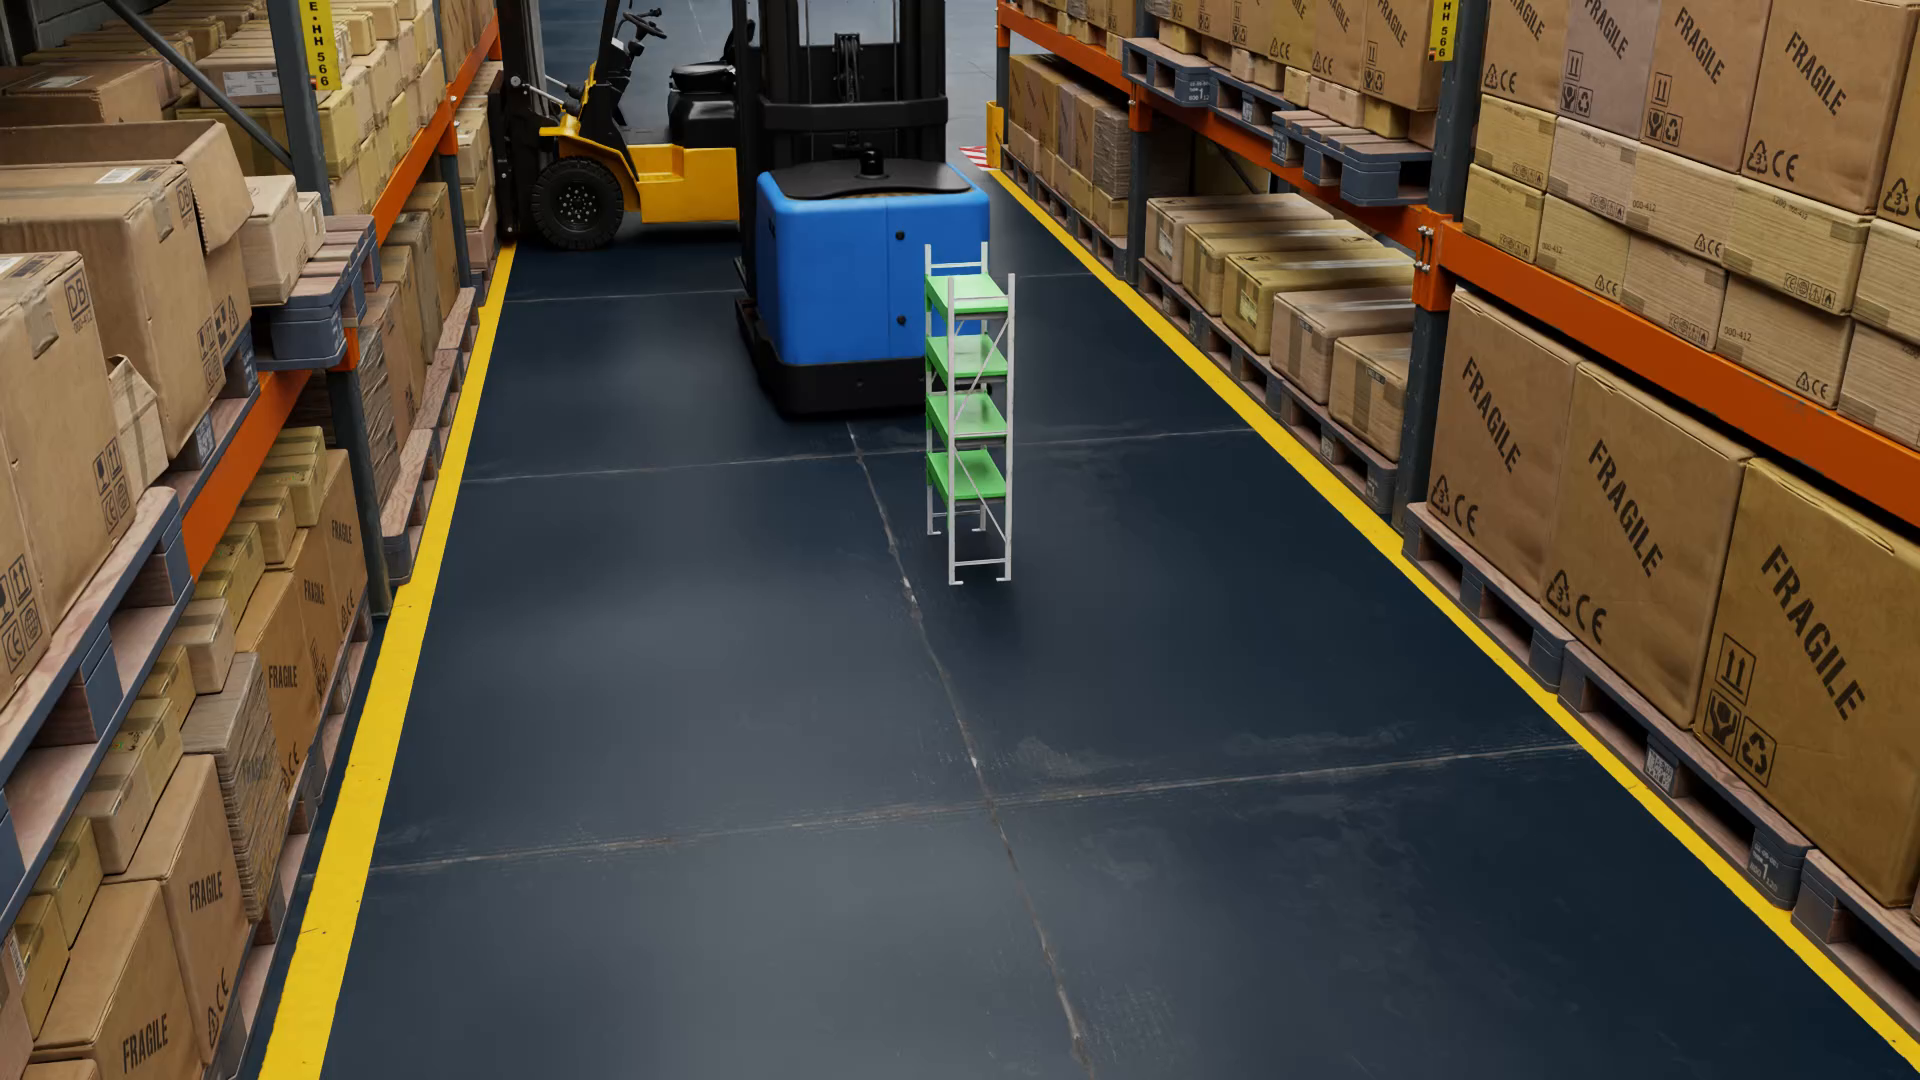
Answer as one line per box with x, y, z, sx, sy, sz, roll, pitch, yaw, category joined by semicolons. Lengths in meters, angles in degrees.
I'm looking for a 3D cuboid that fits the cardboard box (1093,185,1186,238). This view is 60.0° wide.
1.170;-2.162;10.863;0.500;0.250;0.500;-3;24;-7;cardboard box

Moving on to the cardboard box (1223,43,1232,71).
1.550;-2.447;8.394;0.380;0.149;0.250;-4;24;-9;cardboard box

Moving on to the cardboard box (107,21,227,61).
-3.085;-1.932;6.489;0.380;0.149;0.250;-4;24;-10;cardboard box

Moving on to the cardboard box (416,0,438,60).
-2.992;-2.634;8.596;0.500;0.250;0.500;-5;24;-11;cardboard box

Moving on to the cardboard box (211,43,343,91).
-2.414;-1.670;5.890;0.380;0.149;0.250;-4;24;-9;cardboard box

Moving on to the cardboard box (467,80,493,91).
-3.479;-3.056;11.660;0.500;0.250;0.500;-4;24;-9;cardboard box

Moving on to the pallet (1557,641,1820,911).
2.577;0.629;5.046;1.003;0.211;1.213;-4;24;-10;pallet

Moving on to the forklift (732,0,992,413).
-0.672;-2.512;8.840;1.130;2.935;3.031;-5;24;-12;forklift

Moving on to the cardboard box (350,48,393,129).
-2.607;-1.832;6.759;0.500;0.250;0.500;-5;24;-11;cardboard box

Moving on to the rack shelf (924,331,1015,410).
0.031;-0.646;6.290;0.258;0.148;0.480;-4;24;-10;rack shelf

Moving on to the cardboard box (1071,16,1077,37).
0.975;-3.508;11.347;0.380;0.149;0.250;-5;24;-11;cardboard box

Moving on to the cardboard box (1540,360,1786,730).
2.490;-0.033;5.208;0.875;0.875;0.875;-4;24;-9;cardboard box

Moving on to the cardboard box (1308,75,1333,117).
1.741;-1.928;7.205;0.380;0.149;0.250;-5;24;-12;cardboard box

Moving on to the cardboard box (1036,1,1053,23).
0.776;-3.915;12.280;0.380;0.149;0.250;-4;24;-8;cardboard box

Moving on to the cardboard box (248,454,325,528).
-2.173;-0.138;5.107;0.380;0.149;0.250;-6;24;-12;cardboard box

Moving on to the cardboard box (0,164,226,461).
-1.965;-0.459;3.403;0.700;0.500;0.500;-4;24;-10;cardboard box

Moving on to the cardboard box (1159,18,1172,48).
1.335;-2.853;9.324;0.380;0.149;0.250;-4;24;-9;cardboard box

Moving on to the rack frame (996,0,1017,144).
0.804;-4.590;13.512;1.000;3.000;0.127;-4;24;-10;rack frame

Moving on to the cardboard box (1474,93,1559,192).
2.134;-1.386;5.739;0.500;0.250;0.500;-4;24;-10;cardboard box

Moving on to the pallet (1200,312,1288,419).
1.918;-0.952;8.666;1.003;0.211;1.213;-4;24;-10;pallet

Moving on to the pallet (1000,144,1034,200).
0.933;-2.960;13.264;1.003;0.211;1.213;-4;24;-10;pallet

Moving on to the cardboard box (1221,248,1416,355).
1.909;-1.243;8.607;0.950;0.372;0.625;-4;24;-8;cardboard box

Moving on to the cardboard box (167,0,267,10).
-3.296;-2.331;7.405;0.380;0.149;0.250;-4;24;-10;cardboard box

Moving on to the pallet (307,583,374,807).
-2.493;0.500;5.342;1.003;0.211;1.213;-4;24;-10;pallet

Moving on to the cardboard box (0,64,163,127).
-2.653;-1.099;4.868;0.500;0.500;0.500;-3;24;-7;cardboard box

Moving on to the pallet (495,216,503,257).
-3.669;-2.167;11.447;1.003;0.211;1.213;-4;24;-10;pallet

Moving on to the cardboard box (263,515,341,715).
-2.223;0.227;5.082;0.500;0.500;0.500;-5;24;-11;cardboard box

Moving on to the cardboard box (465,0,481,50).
-3.439;-3.490;10.868;0.500;0.500;0.500;-4;24;-9;cardboard box

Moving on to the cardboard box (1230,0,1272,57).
1.625;-2.592;7.916;0.500;0.500;0.500;-5;24;-12;cardboard box

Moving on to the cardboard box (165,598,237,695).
-2.037;0.280;4.148;0.380;0.149;0.250;-5;24;-12;cardboard box

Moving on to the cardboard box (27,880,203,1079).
-1.831;1.036;3.228;0.500;0.500;0.500;-5;24;-10;cardboard box

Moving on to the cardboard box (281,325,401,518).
-2.696;-0.425;6.418;0.875;0.625;0.625;-4;24;-8;cardboard box

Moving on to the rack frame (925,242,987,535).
-0.014;-0.581;6.581;0.240;1.200;0.015;-4;24;-10;rack frame

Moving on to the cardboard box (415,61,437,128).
-2.885;-2.203;8.234;0.500;0.250;0.500;-4;24;-10;cardboard box

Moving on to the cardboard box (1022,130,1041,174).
0.768;-2.983;12.744;0.500;0.250;0.500;-3;24;-8;cardboard box

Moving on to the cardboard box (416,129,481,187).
-3.115;-2.252;9.820;0.500;0.250;0.500;-5;24;-11;cardboard box

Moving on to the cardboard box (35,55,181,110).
-2.853;-1.531;5.571;0.380;0.149;0.250;-4;24;-8;cardboard box

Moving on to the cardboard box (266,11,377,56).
-2.613;-2.072;6.810;0.380;0.149;0.250;-4;24;-9;cardboard box

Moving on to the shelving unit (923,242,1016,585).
0.031;-0.485;6.361;0.258;1.200;0.503;-4;24;-10;shelving unit

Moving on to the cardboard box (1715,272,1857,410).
2.425;-0.562;4.477;0.500;0.250;0.500;-4;24;-10;cardboard box

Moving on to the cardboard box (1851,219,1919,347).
2.501;-0.585;3.905;0.500;0.250;0.500;-4;24;-8;cardboard box

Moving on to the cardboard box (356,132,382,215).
-2.524;-1.397;6.387;0.500;0.250;0.500;-5;24;-11;cardboard box

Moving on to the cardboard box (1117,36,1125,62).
1.184;-3.005;10.198;0.380;0.149;0.250;-5;24;-10;cardboard box

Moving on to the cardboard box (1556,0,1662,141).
2.235;-1.541;5.156;0.500;0.500;0.500;-4;24;-10;cardboard box

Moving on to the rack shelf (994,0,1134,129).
1.174;-3.474;11.855;1.077;0.370;4.000;-4;24;-10;rack shelf

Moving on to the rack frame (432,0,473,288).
-3.334;-2.648;9.065;1.000;3.000;0.127;-4;24;-10;rack frame

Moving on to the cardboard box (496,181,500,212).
-3.392;-2.396;11.399;0.500;0.250;0.500;-4;24;-8;cardboard box

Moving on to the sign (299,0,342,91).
-2.063;-1.613;5.347;0.100;0.325;0.005;-4;24;-10;sign

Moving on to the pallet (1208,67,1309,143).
1.877;-2.131;8.121;1.003;0.211;1.213;-4;24;-10;pallet

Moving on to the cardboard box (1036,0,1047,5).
0.813;-4.162;12.034;0.500;0.500;0.500;-5;24;-11;cardboard box

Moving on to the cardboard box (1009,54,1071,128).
0.686;-3.519;13.033;0.500;0.500;0.500;-5;24;-12;cardboard box

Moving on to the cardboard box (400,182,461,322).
-3.227;-1.548;8.988;0.875;0.625;0.625;-3;24;-7;cardboard box

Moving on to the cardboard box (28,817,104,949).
-1.909;0.684;3.225;0.380;0.149;0.250;-5;24;-11;cardboard box

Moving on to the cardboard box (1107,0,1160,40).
1.217;-3.355;10.188;0.500;0.500;0.500;-5;24;-11;cardboard box

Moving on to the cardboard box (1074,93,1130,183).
1.074;-2.706;11.171;0.500;0.500;0.500;-4;24;-9;cardboard box
